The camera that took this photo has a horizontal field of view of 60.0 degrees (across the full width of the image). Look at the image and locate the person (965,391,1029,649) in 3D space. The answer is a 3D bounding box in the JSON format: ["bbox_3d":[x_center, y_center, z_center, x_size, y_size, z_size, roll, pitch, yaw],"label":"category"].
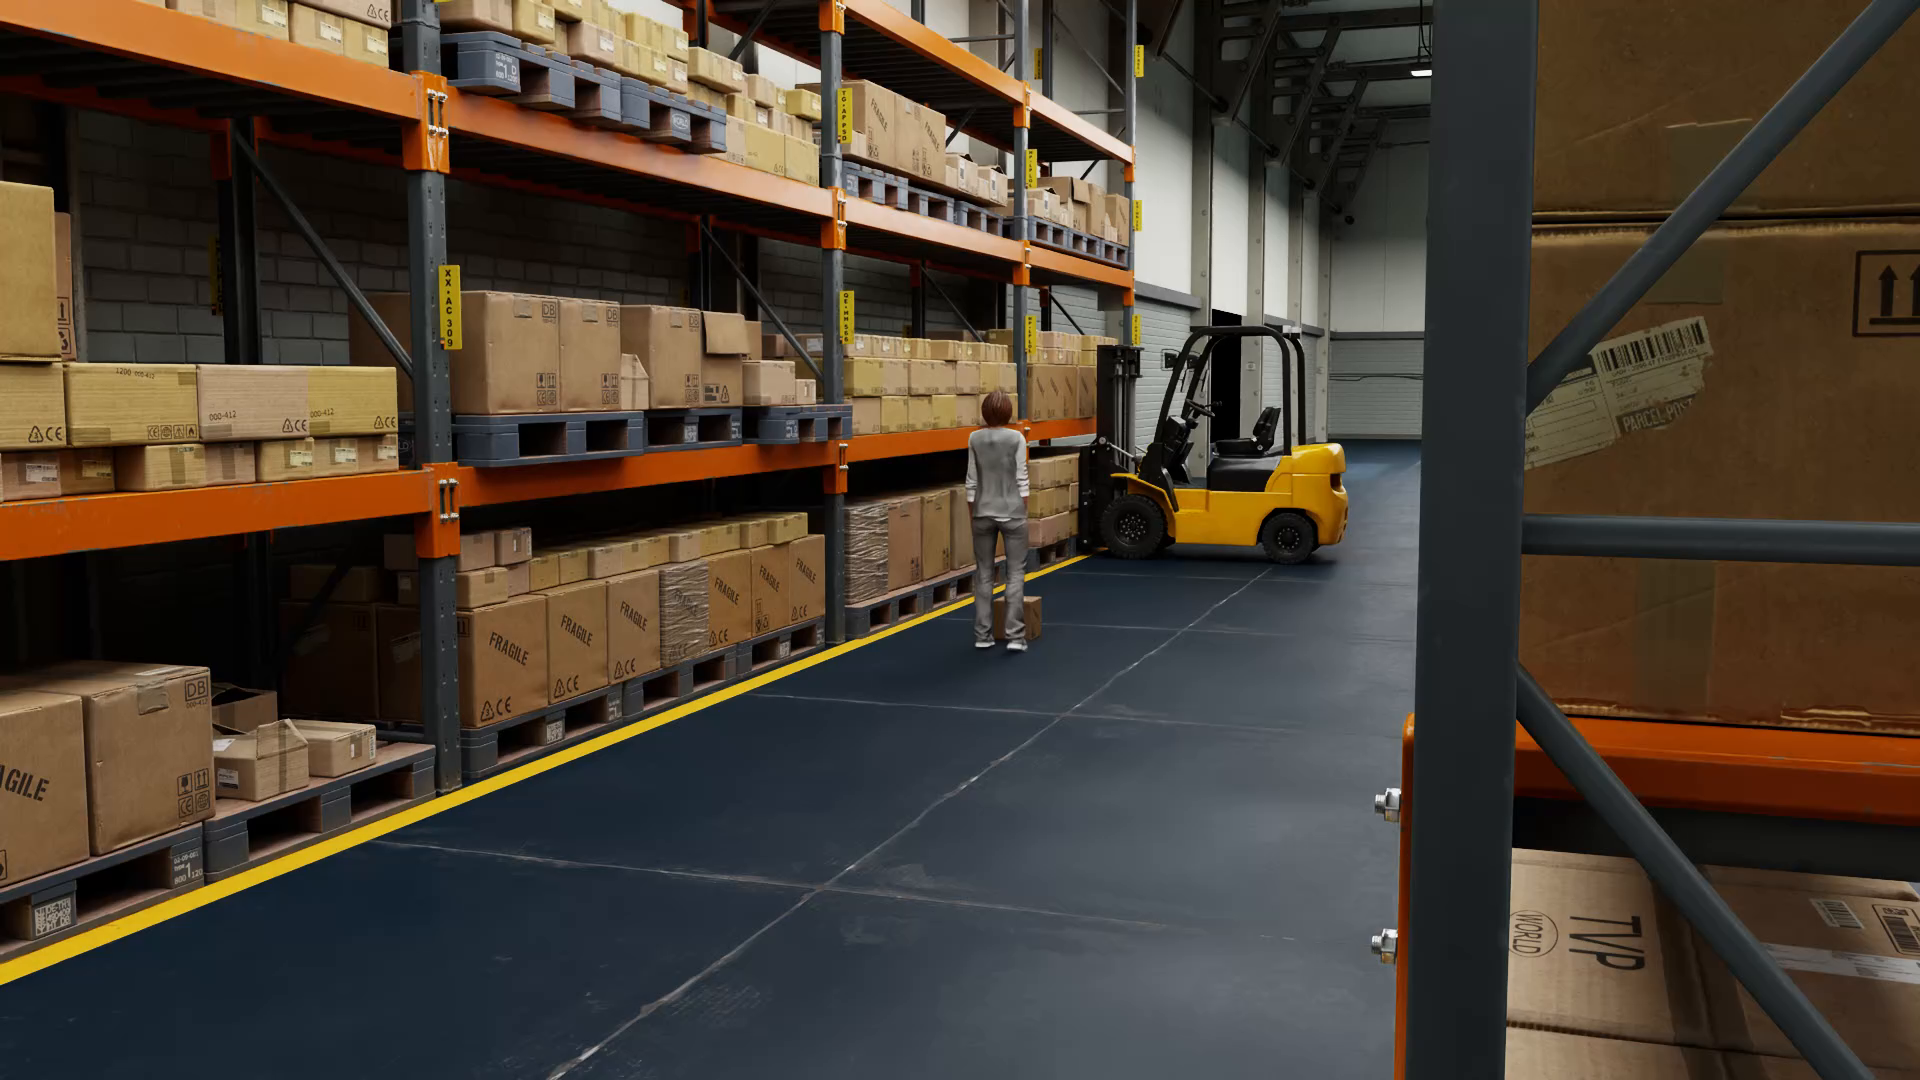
[{"bbox_3d":[0.229,-0.116,10.260,0.407,1.600,0.302,2,6,16],"label":"person"}]
